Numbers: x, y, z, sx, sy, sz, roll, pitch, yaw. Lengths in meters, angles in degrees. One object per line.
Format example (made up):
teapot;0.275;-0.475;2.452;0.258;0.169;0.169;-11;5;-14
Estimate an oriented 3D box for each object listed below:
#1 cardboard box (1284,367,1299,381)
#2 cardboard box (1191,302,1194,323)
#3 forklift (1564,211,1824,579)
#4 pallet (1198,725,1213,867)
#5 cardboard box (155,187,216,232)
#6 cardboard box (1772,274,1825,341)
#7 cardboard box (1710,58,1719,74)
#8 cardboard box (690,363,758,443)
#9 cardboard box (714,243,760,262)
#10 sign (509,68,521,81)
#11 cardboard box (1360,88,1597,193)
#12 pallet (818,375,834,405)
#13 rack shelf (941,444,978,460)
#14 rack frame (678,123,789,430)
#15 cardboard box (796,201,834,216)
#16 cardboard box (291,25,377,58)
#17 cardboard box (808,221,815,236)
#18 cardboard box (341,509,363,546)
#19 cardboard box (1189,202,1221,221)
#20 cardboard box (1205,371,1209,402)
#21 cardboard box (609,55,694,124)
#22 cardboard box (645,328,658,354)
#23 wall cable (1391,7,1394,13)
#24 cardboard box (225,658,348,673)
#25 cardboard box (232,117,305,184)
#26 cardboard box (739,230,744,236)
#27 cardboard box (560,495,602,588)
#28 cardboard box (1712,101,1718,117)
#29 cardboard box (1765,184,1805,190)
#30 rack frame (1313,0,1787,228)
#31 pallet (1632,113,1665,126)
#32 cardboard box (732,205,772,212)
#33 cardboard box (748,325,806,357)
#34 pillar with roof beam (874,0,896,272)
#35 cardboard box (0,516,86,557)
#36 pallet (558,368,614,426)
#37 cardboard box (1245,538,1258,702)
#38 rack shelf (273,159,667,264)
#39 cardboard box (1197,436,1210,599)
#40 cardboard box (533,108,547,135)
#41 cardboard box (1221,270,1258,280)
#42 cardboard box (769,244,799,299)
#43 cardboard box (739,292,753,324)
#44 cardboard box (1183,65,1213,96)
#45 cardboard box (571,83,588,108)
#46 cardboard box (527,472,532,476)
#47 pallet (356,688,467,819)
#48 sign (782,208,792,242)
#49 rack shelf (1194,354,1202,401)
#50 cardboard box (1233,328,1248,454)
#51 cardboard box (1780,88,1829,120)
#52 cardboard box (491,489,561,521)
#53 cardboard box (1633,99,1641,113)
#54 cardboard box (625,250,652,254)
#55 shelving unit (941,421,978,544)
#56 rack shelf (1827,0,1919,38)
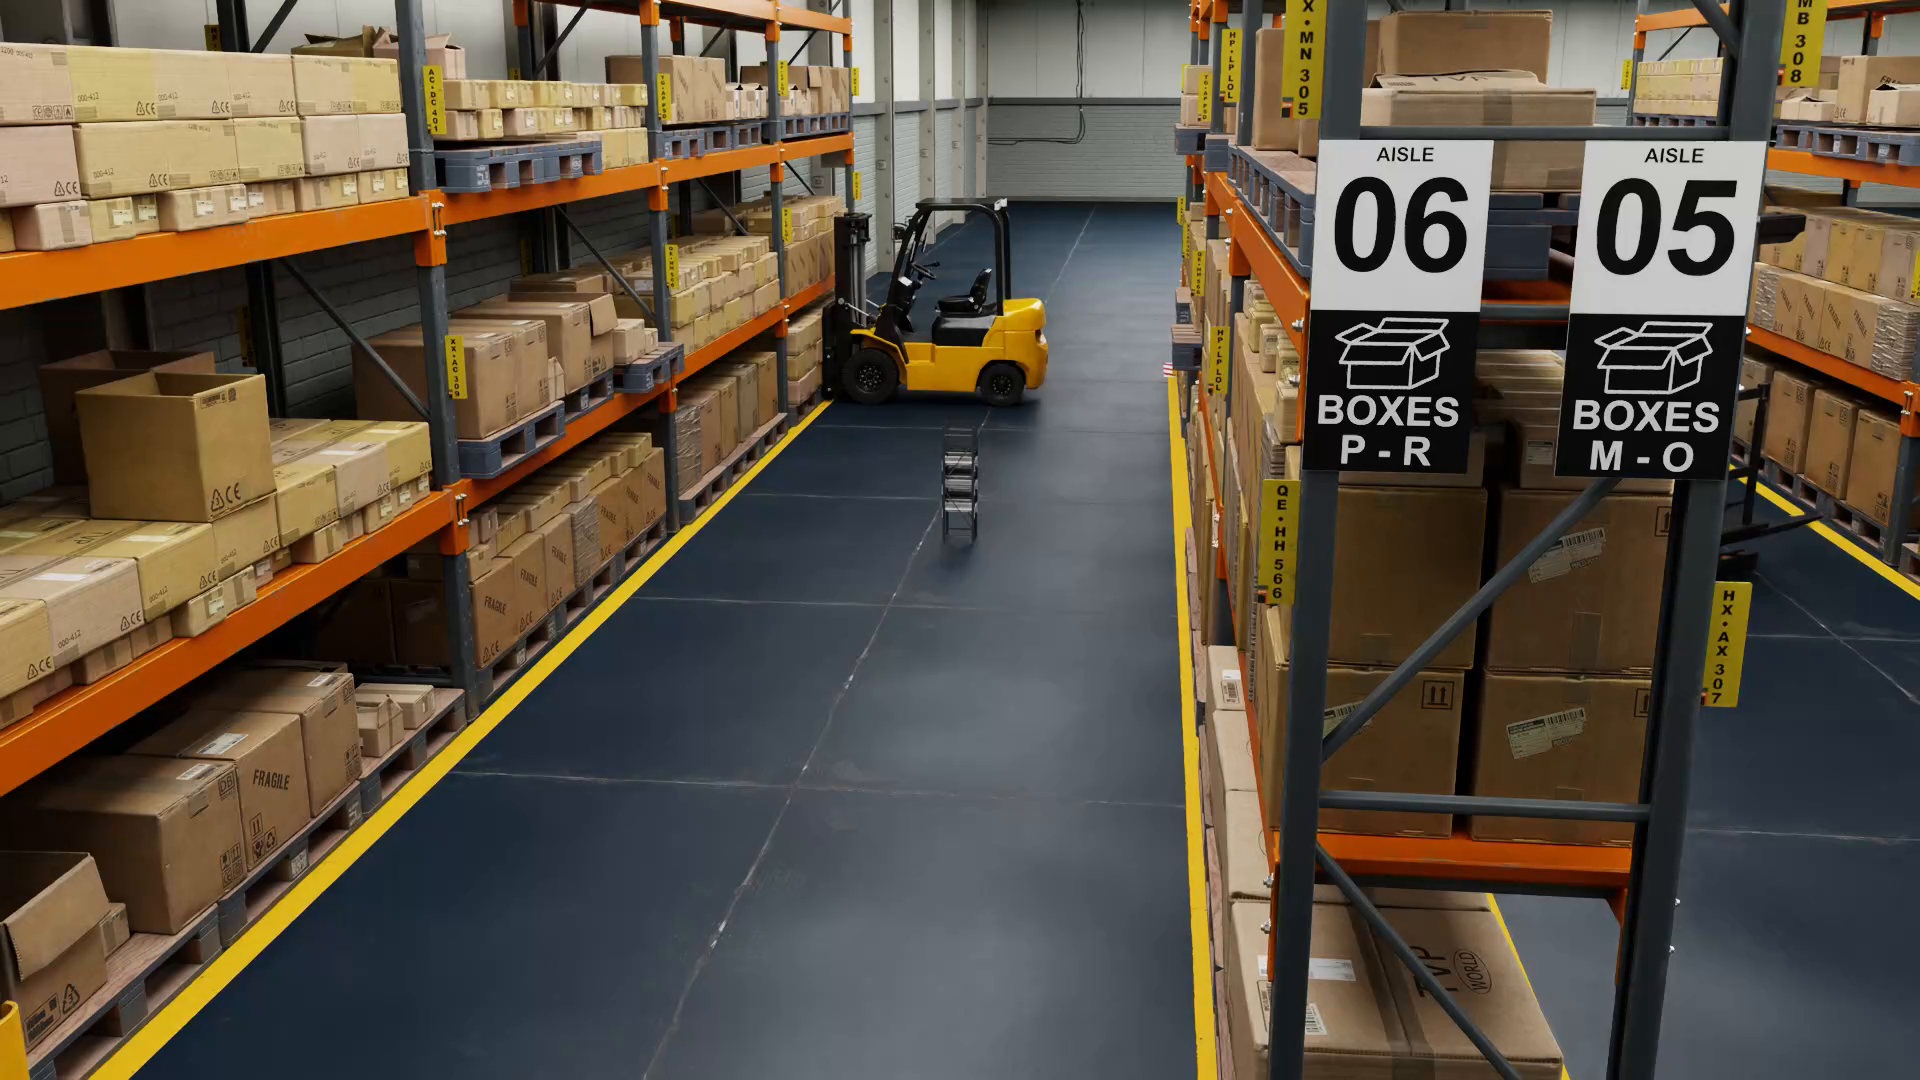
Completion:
cardboard box;1.211;-0.444;5.207;0.380;0.149;0.250;2;15;8
cardboard box;2.051;-1.824;13.338;0.380;0.149;0.250;2;15;7
forklift;5.039;-1.248;11.663;3.031;2.935;1.130;-9;18;-31
pallet;1.637;1.203;7.809;1.003;0.211;1.213;2;15;6
cardboard box;-3.046;-1.243;6.248;0.380;0.149;0.250;2;15;6
cardboard box;7.192;-1.953;13.945;0.500;0.500;0.500;2;15;6
cardboard box;7.444;-4.556;15.974;0.380;0.149;0.250;2;15;7
cardboard box;-2.372;-1.278;15.386;0.875;0.625;0.625;2;15;6
cardboard box;-2.036;-2.623;15.181;0.380;0.149;0.250;1;15;5
sign;-3.231;-3.275;12.138;0.100;0.325;0.005;2;15;6
cardboard box;1.311;-1.047;4.331;0.500;0.250;0.500;0;15;1
pallet;-1.962;-1.734;18.672;1.003;0.211;1.213;2;15;6
rack shelf;-0.001;-0.661;12.475;0.258;0.077;0.200;2;15;6
rack frame;-2.229;-2.558;16.376;1.000;3.000;0.127;2;15;6
cardboard box;-1.629;-3.735;18.723;0.380;0.149;0.250;2;15;8
cardboard box;-3.165;-2.486;8.484;0.396;0.266;0.258;1;15;5
cardboard box;-1.758;-3.326;17.780;0.380;0.149;0.250;1;15;4
cardboard box;-2.986;-0.068;7.650;0.380;0.149;0.250;2;15;8
cardboard box;2.299;-3.009;15.235;0.380;0.149;0.250;2;15;6
cardboard box;1.907;-1.050;11.086;0.500;0.250;0.500;1;15;5
cardboard box;-2.356;-3.449;12.735;0.500;0.500;0.500;2;15;7
cardboard box;-2.373;-1.420;11.846;0.380;0.149;0.250;2;15;7
wall cable;11.711;-16.201;48.823;2.305;6.003;0.169;2;15;6
cardboard box;-3.441;0.776;8.391;0.500;0.311;0.500;2;15;8
cardboard box;-3.054;-1.602;6.812;0.500;0.250;0.500;2;15;7
cardboard box;-2.416;-3.145;17.111;0.380;0.149;0.250;2;15;8
cardboard box;-2.678;0.000;10.901;0.500;0.500;0.500;1;15;4
cardboard box;7.413;-4.107;15.844;0.380;0.149;0.250;2;15;7
cardboard box;7.853;-3.264;16.630;0.875;0.550;0.550;2;15;6
rack frame;1.350;-2.197;3.546;1.000;3.000;0.127;2;15;6
pallet;8.012;-4.543;18.141;1.003;0.211;1.213;2;15;6
cardboard box;-2.257;-3.551;18.043;0.380;0.149;0.250;2;15;8
cardboard box;-1.862;-2.032;16.979;0.500;0.250;0.500;1;15;5
pillar with roof beam;2.880;-9.323;29.901;9.100;9.000;0.400;2;15;6
cardboard box;-3.675;0.094;6.286;0.500;0.250;0.500;2;15;8
pallet;-2.895;-0.924;10.699;1.003;0.211;1.213;2;15;6
cardboard box;1.261;0.255;5.782;0.500;0.500;0.500;2;15;8
rack shelf;-2.906;-2.103;10.323;1.077;0.370;4.000;2;15;6
cardboard box;1.987;-0.145;10.716;0.875;0.875;0.875;2;15;7
cardboard box;-2.590;-2.392;9.499;0.380;0.149;0.250;2;15;6
cardboard box;1.730;-1.258;9.459;0.500;0.500;0.500;2;15;8
cardboard box;-1.919;-2.714;16.760;0.500;0.500;0.500;1;15;5
cardboard box;-2.163;-2.089;14.928;0.500;0.250;0.500;2;15;7
cardboard box;2.193;-3.963;14.351;0.500;0.250;0.500;1;15;5
cardboard box;-2.571;-2.798;10.470;0.380;0.149;0.250;2;15;6
cardboard box;-3.177;-0.501;11.510;0.380;0.149;0.250;1;15;4
pallet;-3.210;1.041;8.408;1.003;0.211;1.213;2;15;6
sign;-1.688;-3.065;16.186;0.100;0.325;0.005;2;15;6
rack shelf;2.478;-1.547;14.015;1.077;0.370;4.000;2;15;6
cardboard box;1.443;-0.622;7.108;0.500;0.500;0.500;1;15;6
cardboard box;7.317;-3.778;14.403;0.258;0.266;0.396;1;15;5
cardboard box;-2.741;-0.218;10.464;0.380;0.149;0.250;2;15;8
cardboard box;7.728;-4.829;18.513;0.380;0.149;0.250;2;15;7
cardboard box;-2.700;-2.441;14.507;0.380;0.149;0.250;2;15;7
shelving unit;-0.001;-0.432;12.537;0.258;0.900;0.210;2;15;6
rack shelf;7.408;-4.130;12.841;1.077;0.370;4.000;2;15;6
